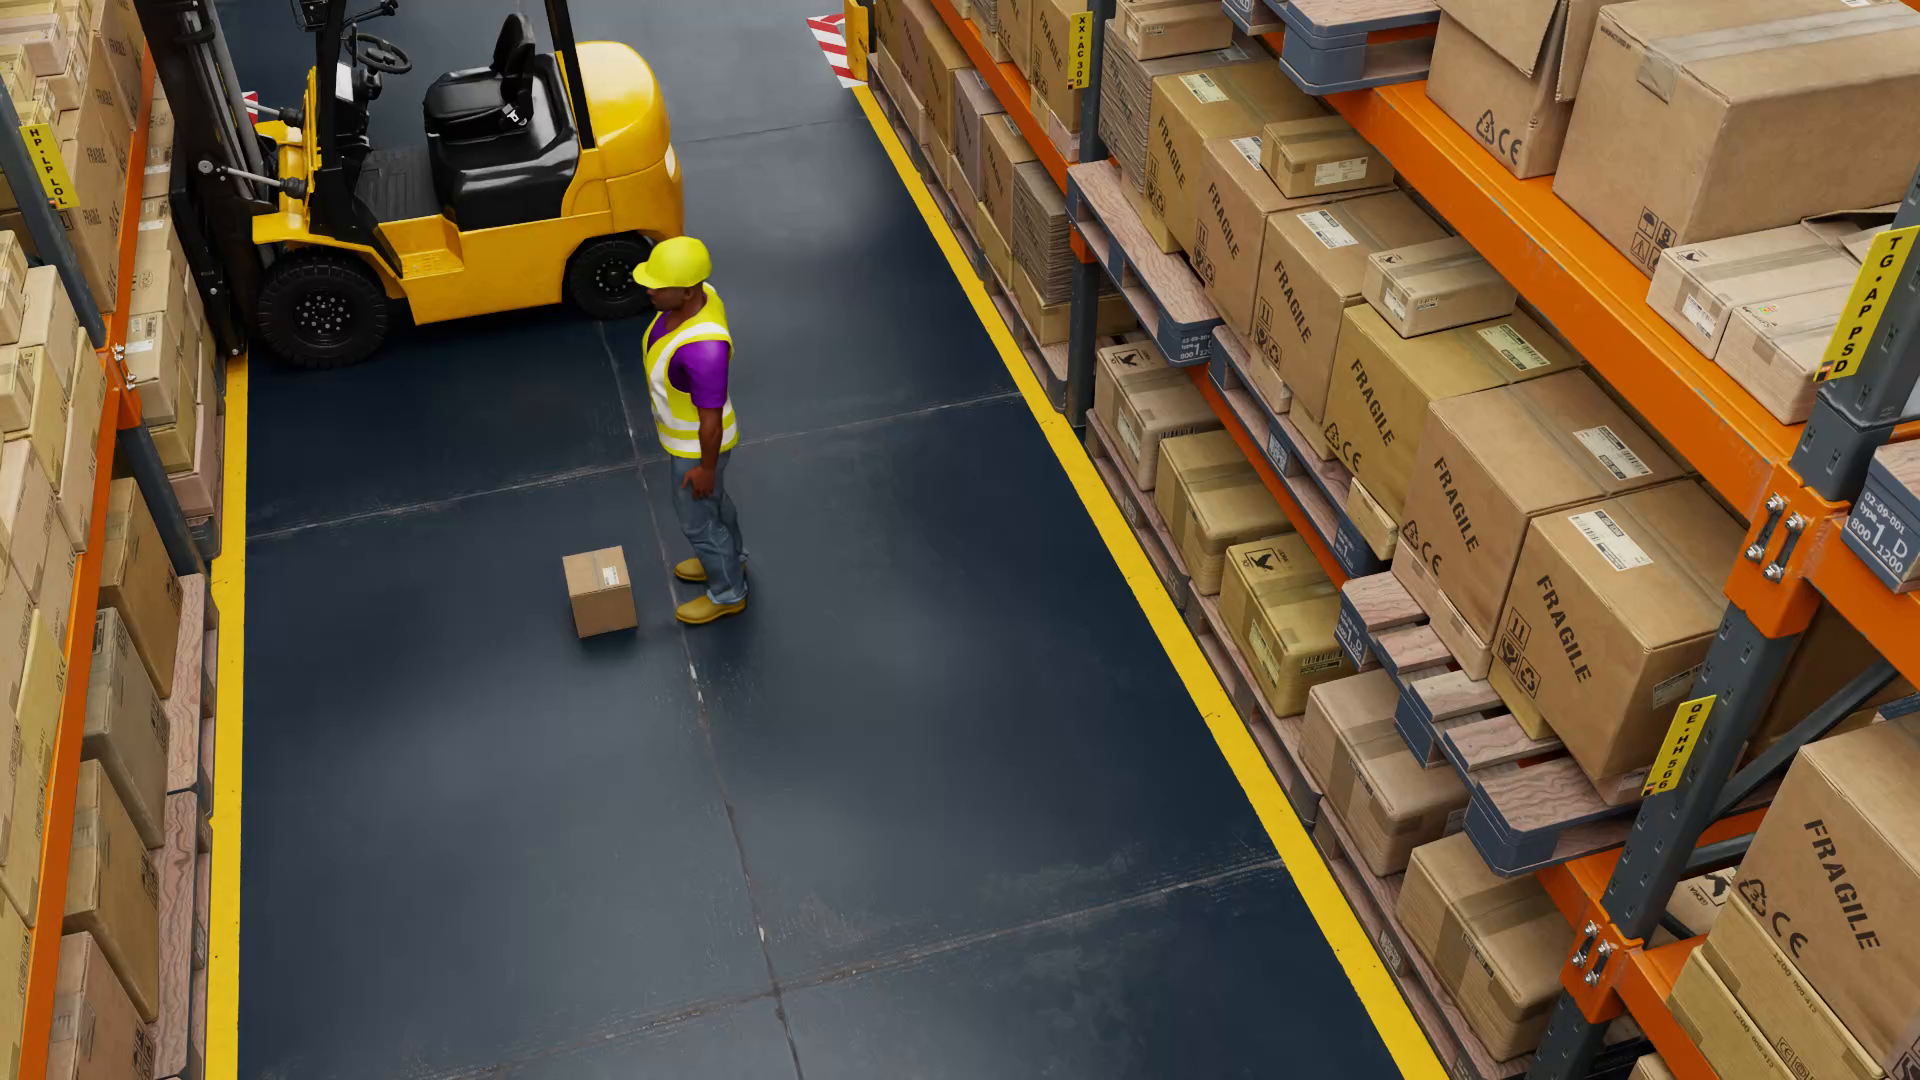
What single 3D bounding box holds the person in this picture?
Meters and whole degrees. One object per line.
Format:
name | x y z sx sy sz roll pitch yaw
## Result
person | -1.063 -0.428 6.620 0.381 1.761 0.564 -11 43 -12
